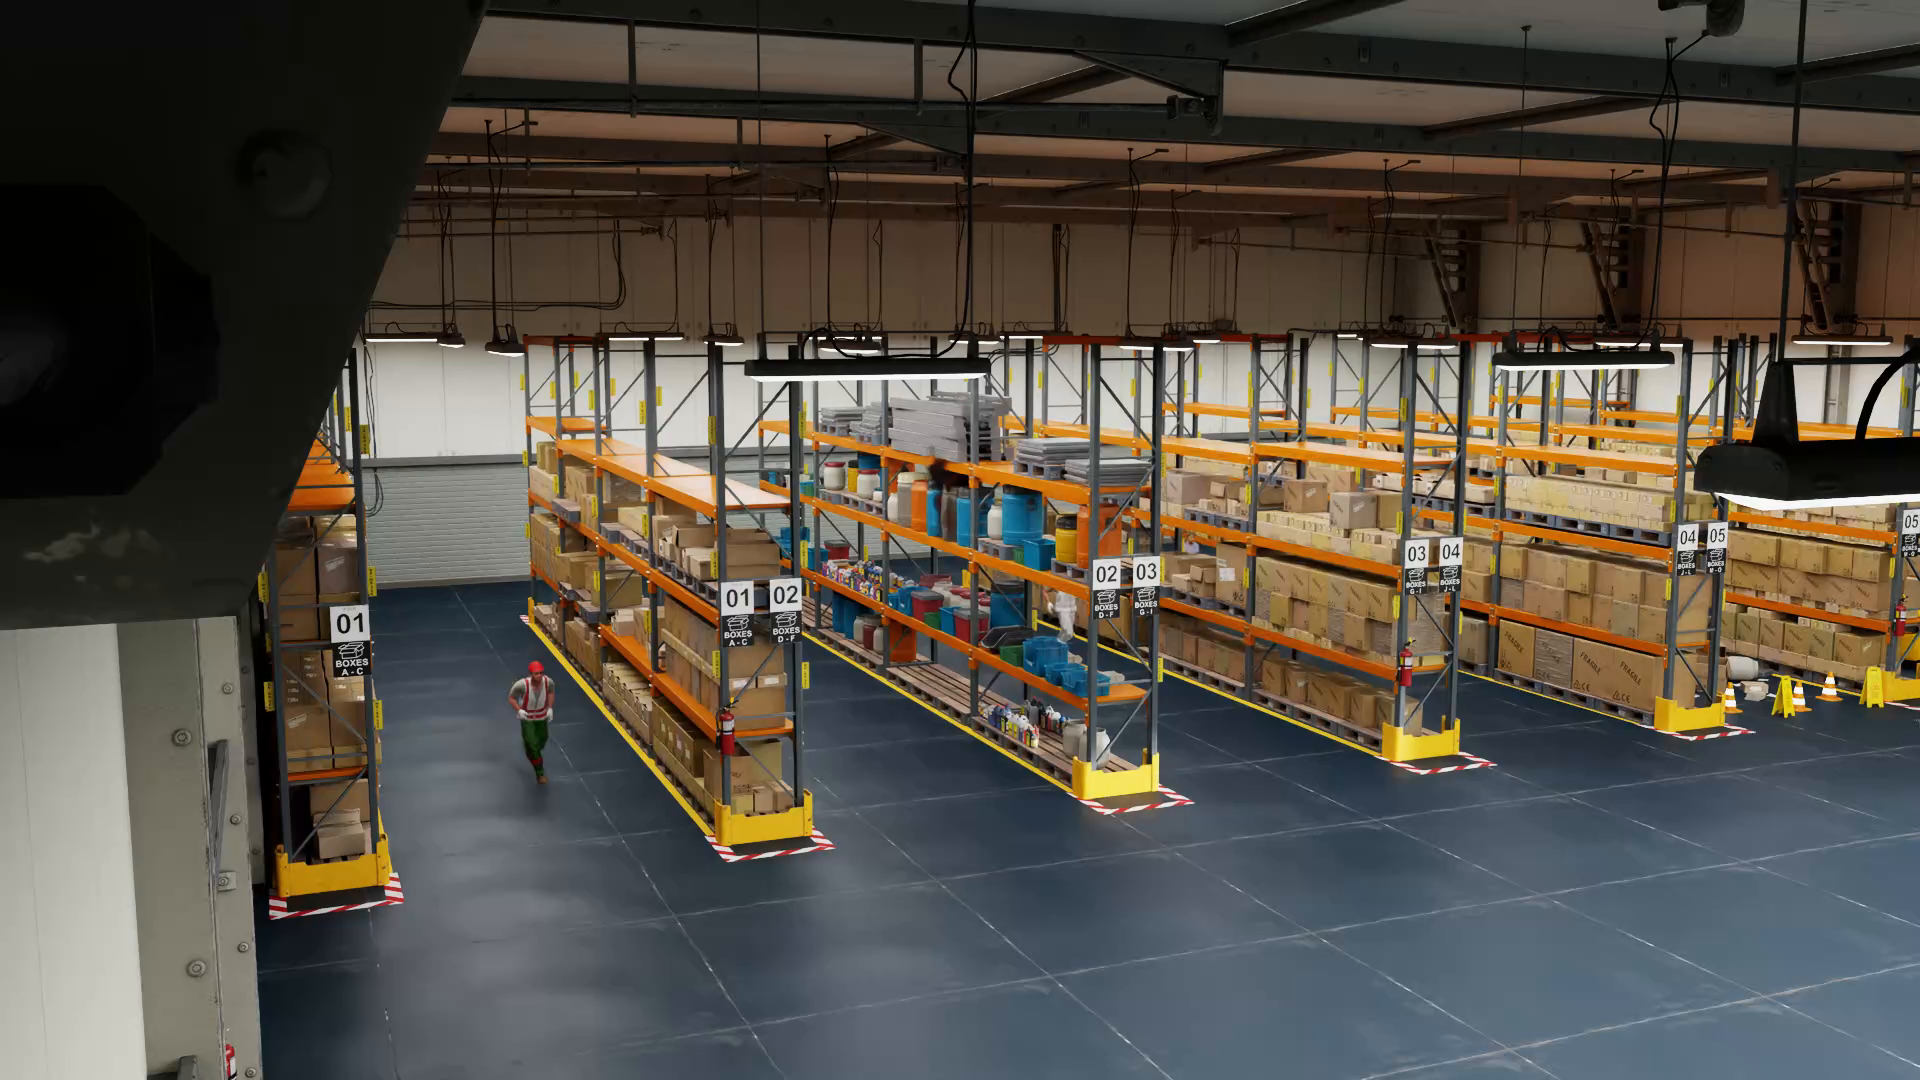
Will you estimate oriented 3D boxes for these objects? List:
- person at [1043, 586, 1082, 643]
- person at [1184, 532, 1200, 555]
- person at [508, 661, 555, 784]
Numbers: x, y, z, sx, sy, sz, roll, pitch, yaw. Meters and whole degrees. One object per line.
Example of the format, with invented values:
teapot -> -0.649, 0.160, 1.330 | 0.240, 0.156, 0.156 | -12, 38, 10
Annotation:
person -> 1.872, 1.305, 29.099 | 0.635, 1.833, 0.690 | -6, 9, -37
person -> 5.038, 0.669, 36.493 | 0.586, 1.708, 0.841 | -2, 8, -15
person -> -5.899, 2.468, 22.898 | 0.653, 1.722, 0.894 | -4, 8, -25
